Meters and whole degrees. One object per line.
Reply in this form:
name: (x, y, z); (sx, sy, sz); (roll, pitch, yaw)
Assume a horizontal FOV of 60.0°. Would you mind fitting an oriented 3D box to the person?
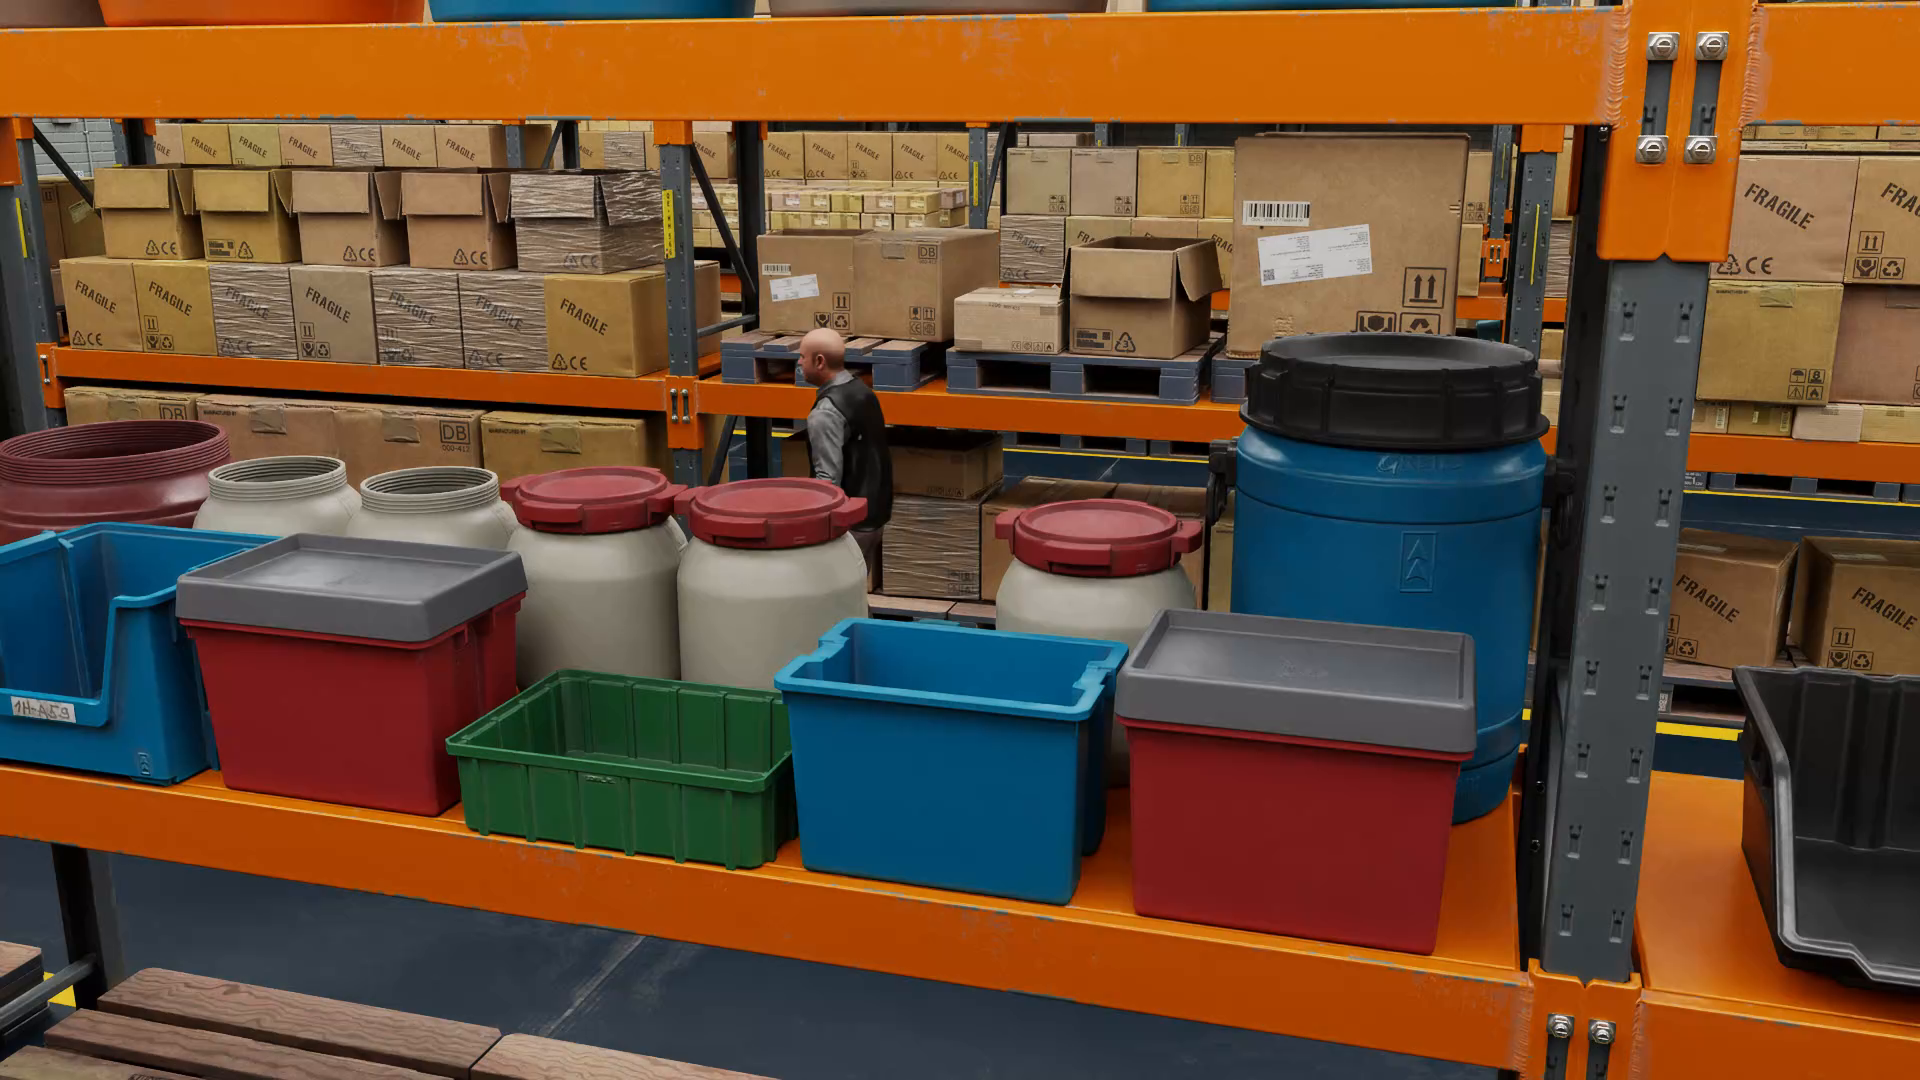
person: (-0.508, -0.075, 7.342); (0.418, 1.721, 0.580); (5, 16, 16)
